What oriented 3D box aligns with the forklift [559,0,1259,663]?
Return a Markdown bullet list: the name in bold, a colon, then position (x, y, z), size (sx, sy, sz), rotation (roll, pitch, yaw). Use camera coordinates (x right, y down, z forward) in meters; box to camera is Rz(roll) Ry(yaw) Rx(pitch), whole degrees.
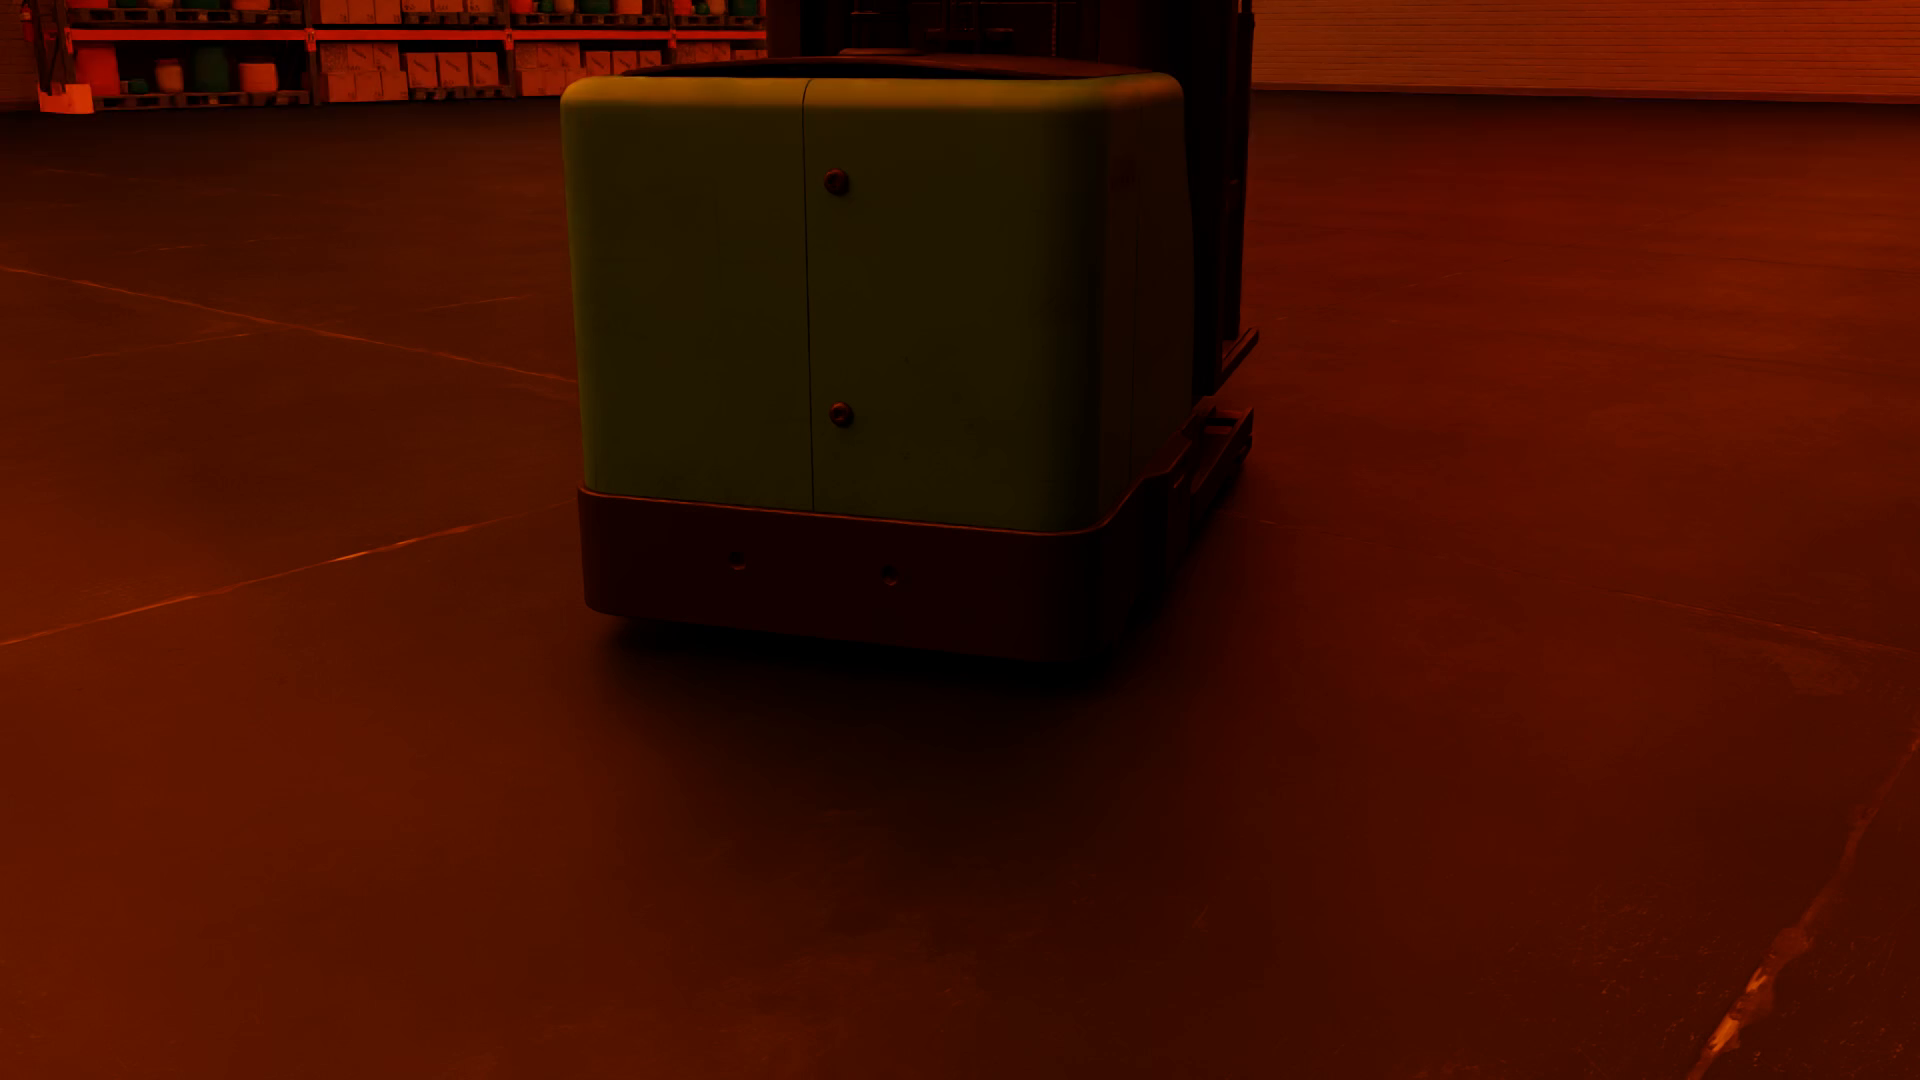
- **forklift**: position (0.182, -1.571, 4.072), size (1.130, 2.935, 3.031), rotation (5, 18, 17)
